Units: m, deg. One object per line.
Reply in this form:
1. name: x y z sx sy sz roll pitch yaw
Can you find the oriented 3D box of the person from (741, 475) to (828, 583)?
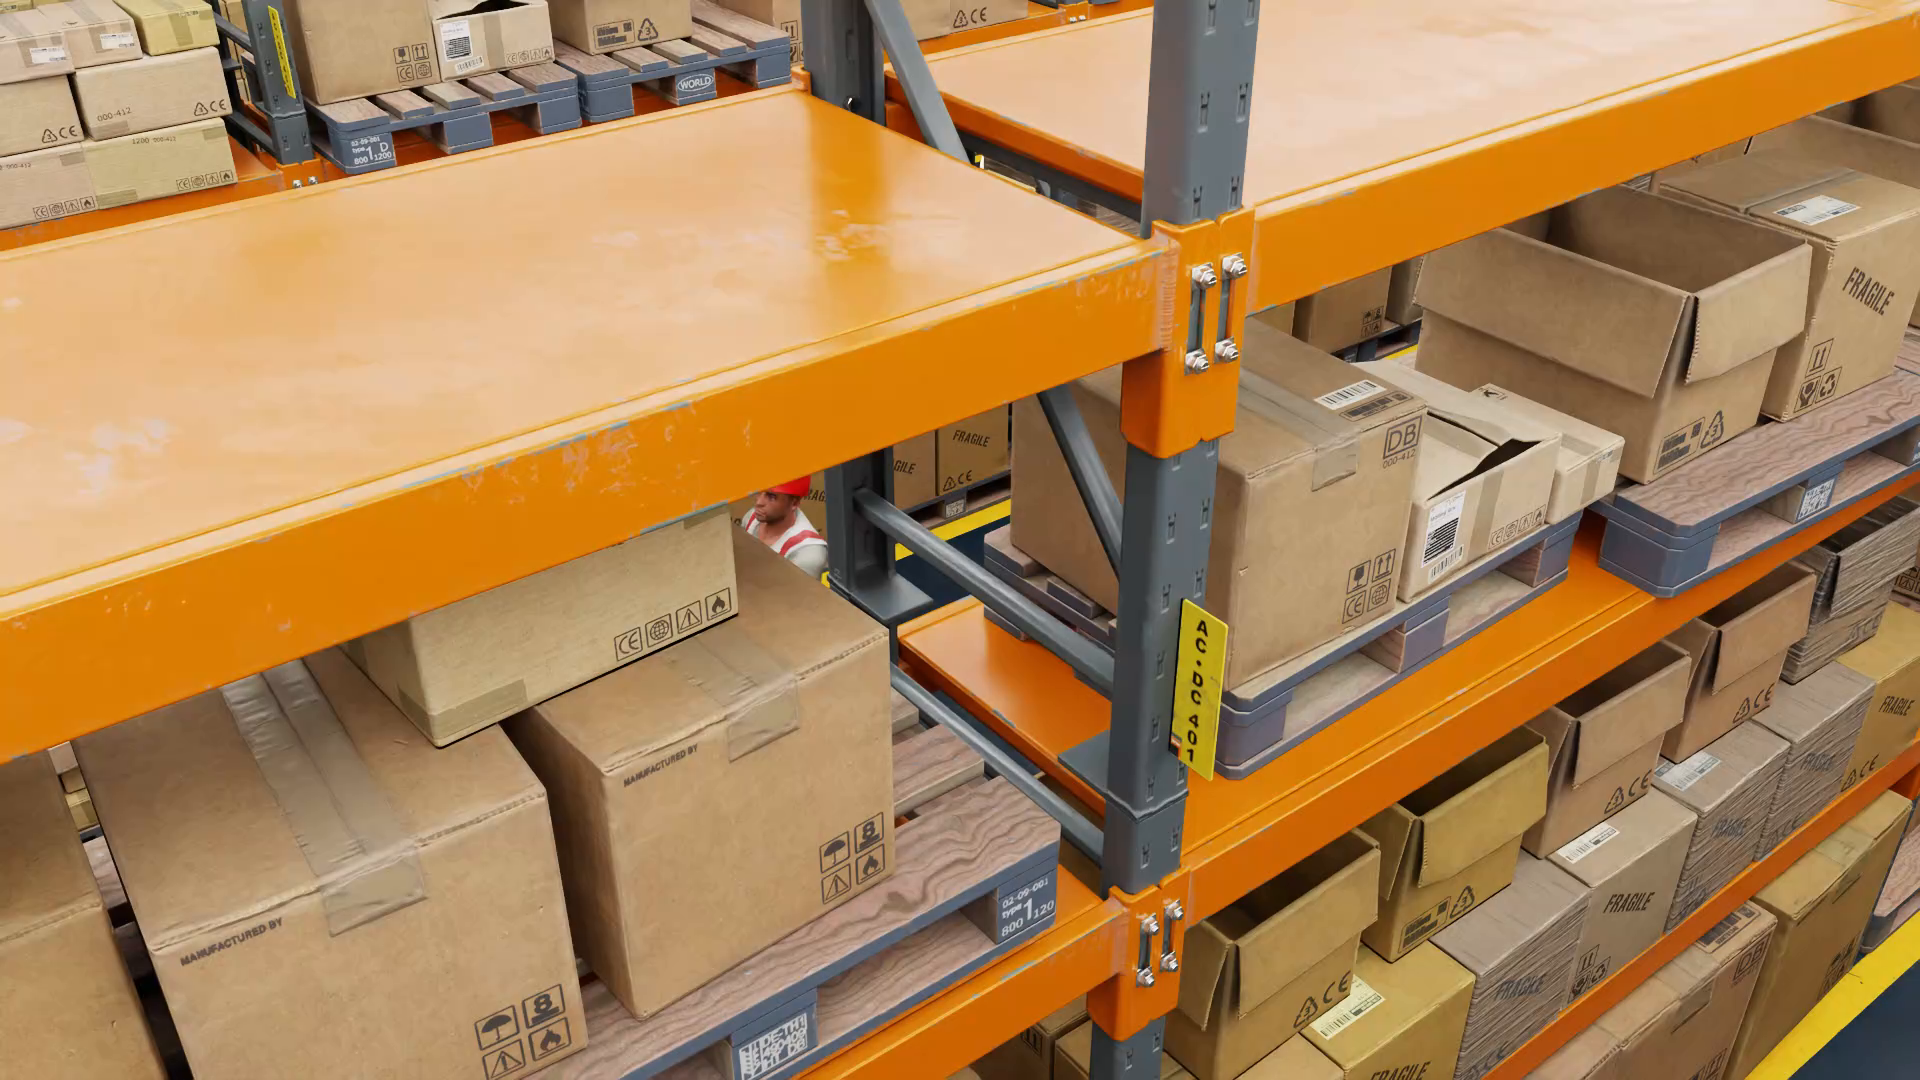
1. person: -0.831 0.464 7.026 0.513 1.793 0.539 -22 38 -31
